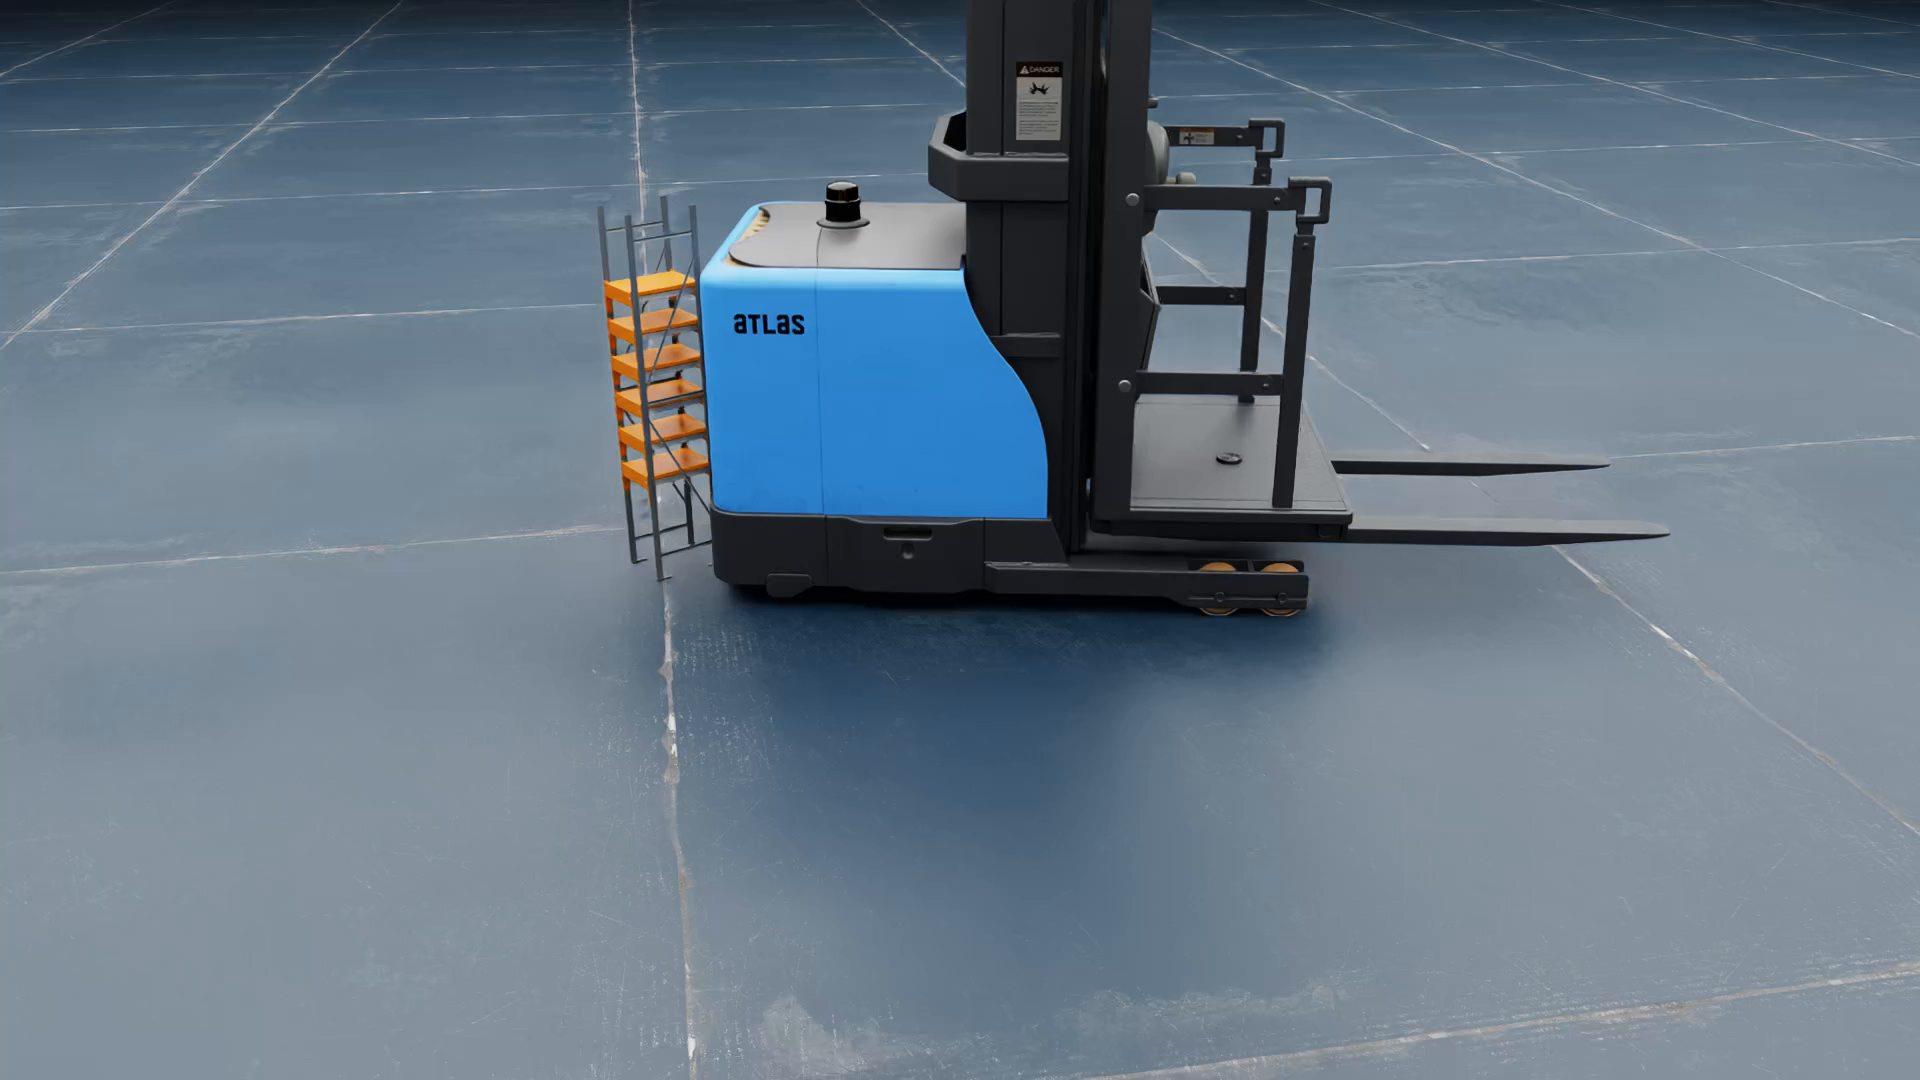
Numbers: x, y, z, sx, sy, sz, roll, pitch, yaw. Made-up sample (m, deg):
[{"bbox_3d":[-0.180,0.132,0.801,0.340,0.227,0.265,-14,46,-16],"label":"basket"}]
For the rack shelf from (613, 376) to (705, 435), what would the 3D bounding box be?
[{"bbox_3d":[-0.956,-0.435,5.353,0.258,0.103,0.180,-18,28,-34],"label":"rack shelf"}]

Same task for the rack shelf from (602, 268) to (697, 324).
[{"bbox_3d":[-0.960,-0.766,5.211,0.258,0.103,0.180,-18,28,-34],"label":"rack shelf"}]

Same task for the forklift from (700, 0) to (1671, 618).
[{"bbox_3d":[0.744,-1.319,5.108,3.031,2.935,1.130,1,24,2],"label":"forklift"}]

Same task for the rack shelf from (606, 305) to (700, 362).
[{"bbox_3d":[-0.959,-0.655,5.258,0.258,0.103,0.180,-18,28,-34],"label":"rack shelf"}]

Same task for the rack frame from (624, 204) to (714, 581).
[{"bbox_3d":[-0.900,-0.448,5.268,0.240,1.200,0.006,-18,28,-34],"label":"rack frame"}]

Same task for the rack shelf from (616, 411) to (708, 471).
[{"bbox_3d":[-0.955,-0.324,5.400,0.258,0.103,0.180,-18,28,-34],"label":"rack shelf"}]

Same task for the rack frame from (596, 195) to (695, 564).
[{"bbox_3d":[-1.013,-0.503,5.402,0.240,1.200,0.006,-18,28,-34],"label":"rack frame"}]

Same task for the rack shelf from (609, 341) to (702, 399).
[{"bbox_3d":[-0.957,-0.545,5.305,0.258,0.103,0.180,-18,28,-34],"label":"rack shelf"}]

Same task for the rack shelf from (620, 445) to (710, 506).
[{"bbox_3d":[-0.953,-0.214,5.447,0.258,0.103,0.180,-18,28,-34],"label":"rack shelf"}]

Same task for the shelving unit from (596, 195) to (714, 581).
[{"bbox_3d":[-0.957,-0.475,5.335,0.258,1.200,0.189,-18,28,-34],"label":"shelving unit"}]
